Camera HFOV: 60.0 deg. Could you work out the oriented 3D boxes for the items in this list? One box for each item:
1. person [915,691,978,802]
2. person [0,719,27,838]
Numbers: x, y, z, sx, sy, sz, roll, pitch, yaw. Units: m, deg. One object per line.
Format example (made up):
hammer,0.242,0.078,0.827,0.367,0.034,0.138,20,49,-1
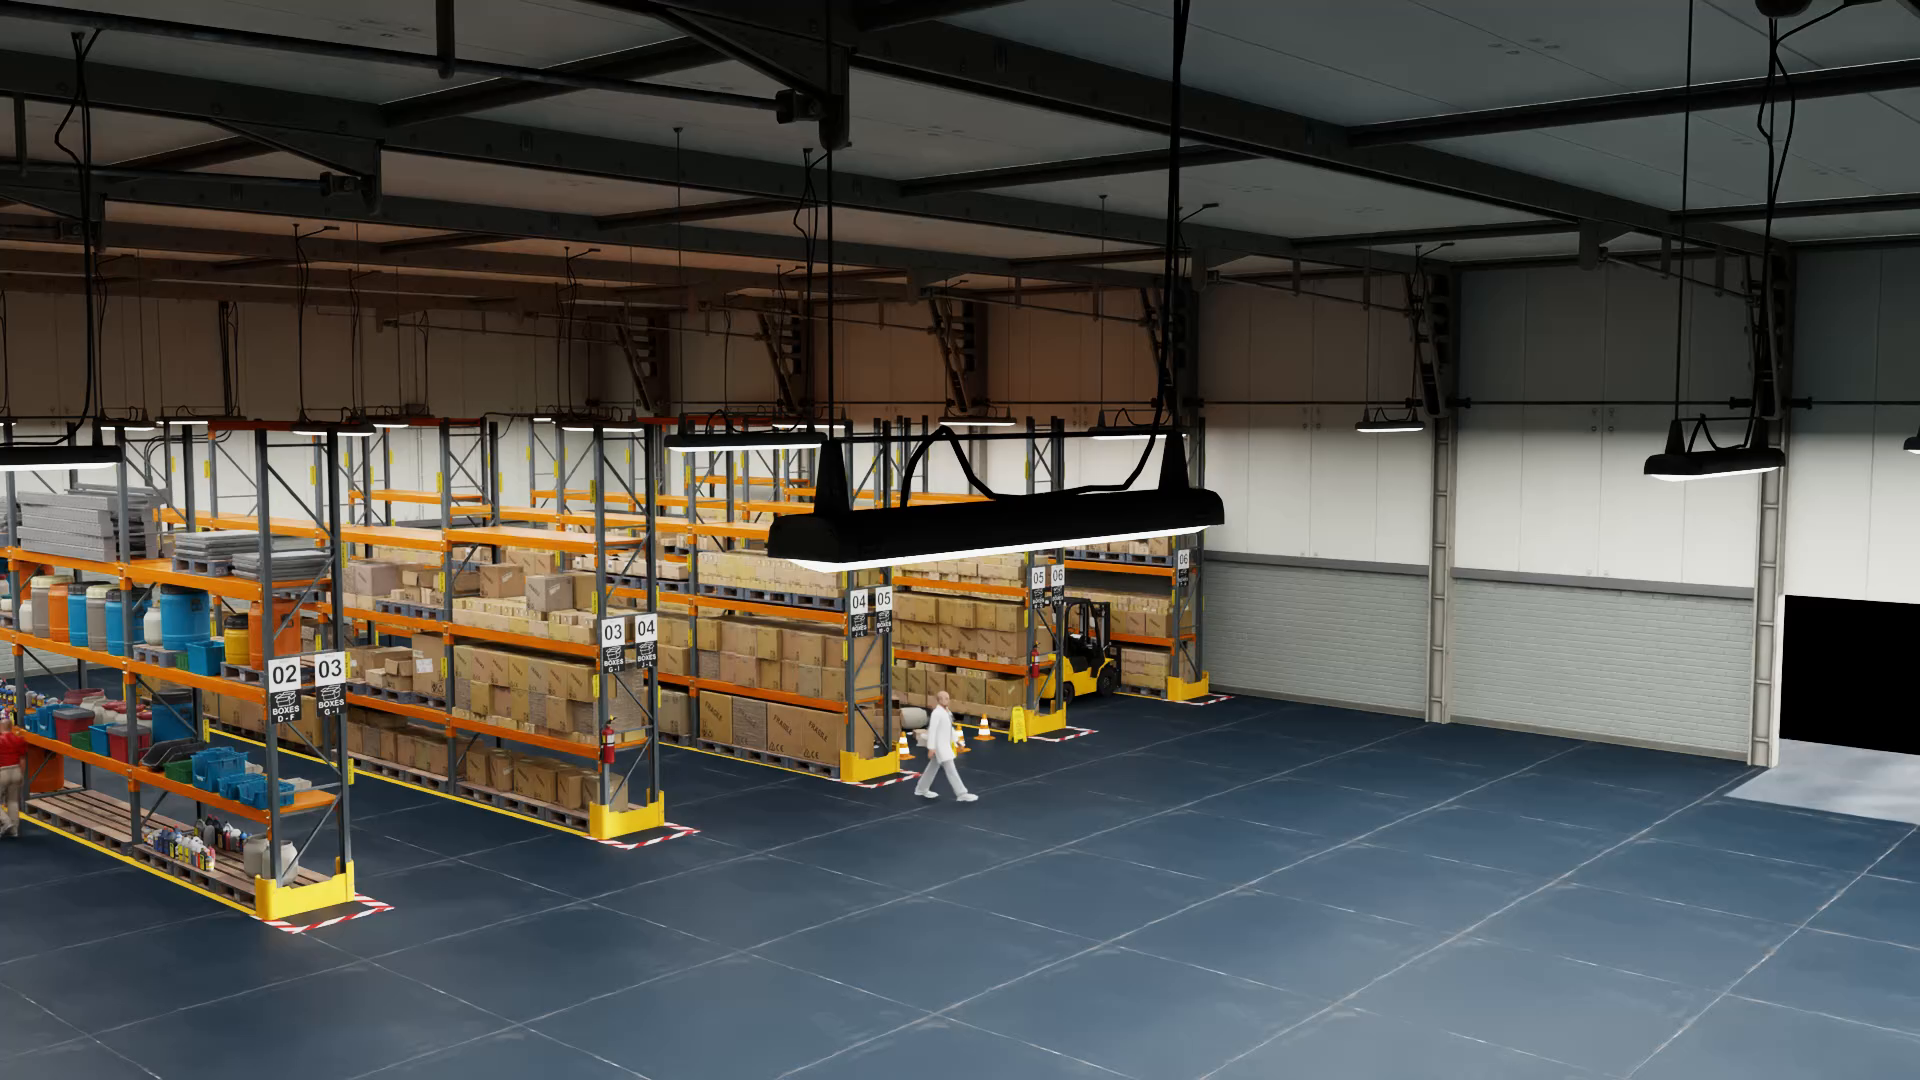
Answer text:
person,-0.204,3.253,26.332,1.105,1.729,0.600,1,5,12
person,-13.812,3.458,24.118,0.475,1.724,0.580,3,6,31
